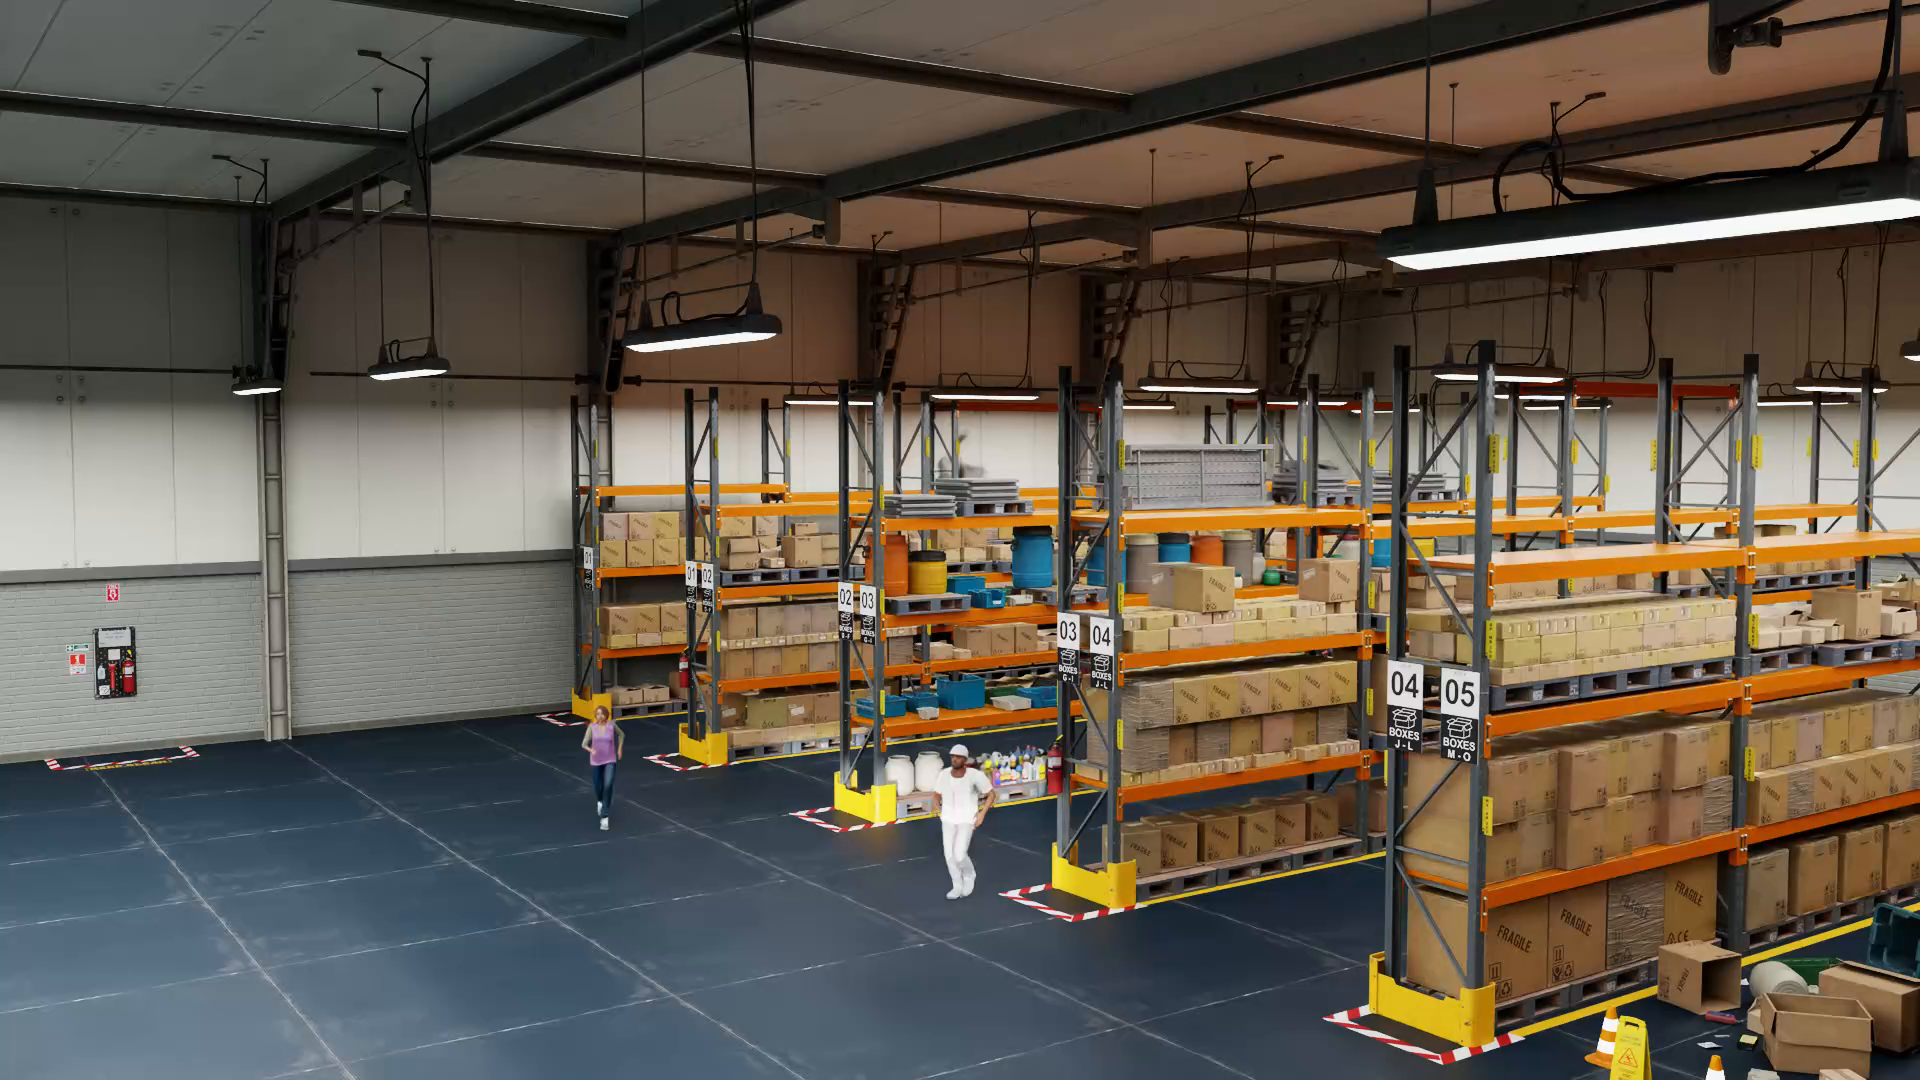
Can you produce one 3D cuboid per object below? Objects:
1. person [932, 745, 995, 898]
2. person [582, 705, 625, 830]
[{"bbox_3d":[-0.026,3.166,18.656,0.701,1.738,0.545,2,4,25],"label":"person"},{"bbox_3d":[-4.801,3.017,22.375,0.552,1.600,0.894,0,3,-8],"label":"person"}]
